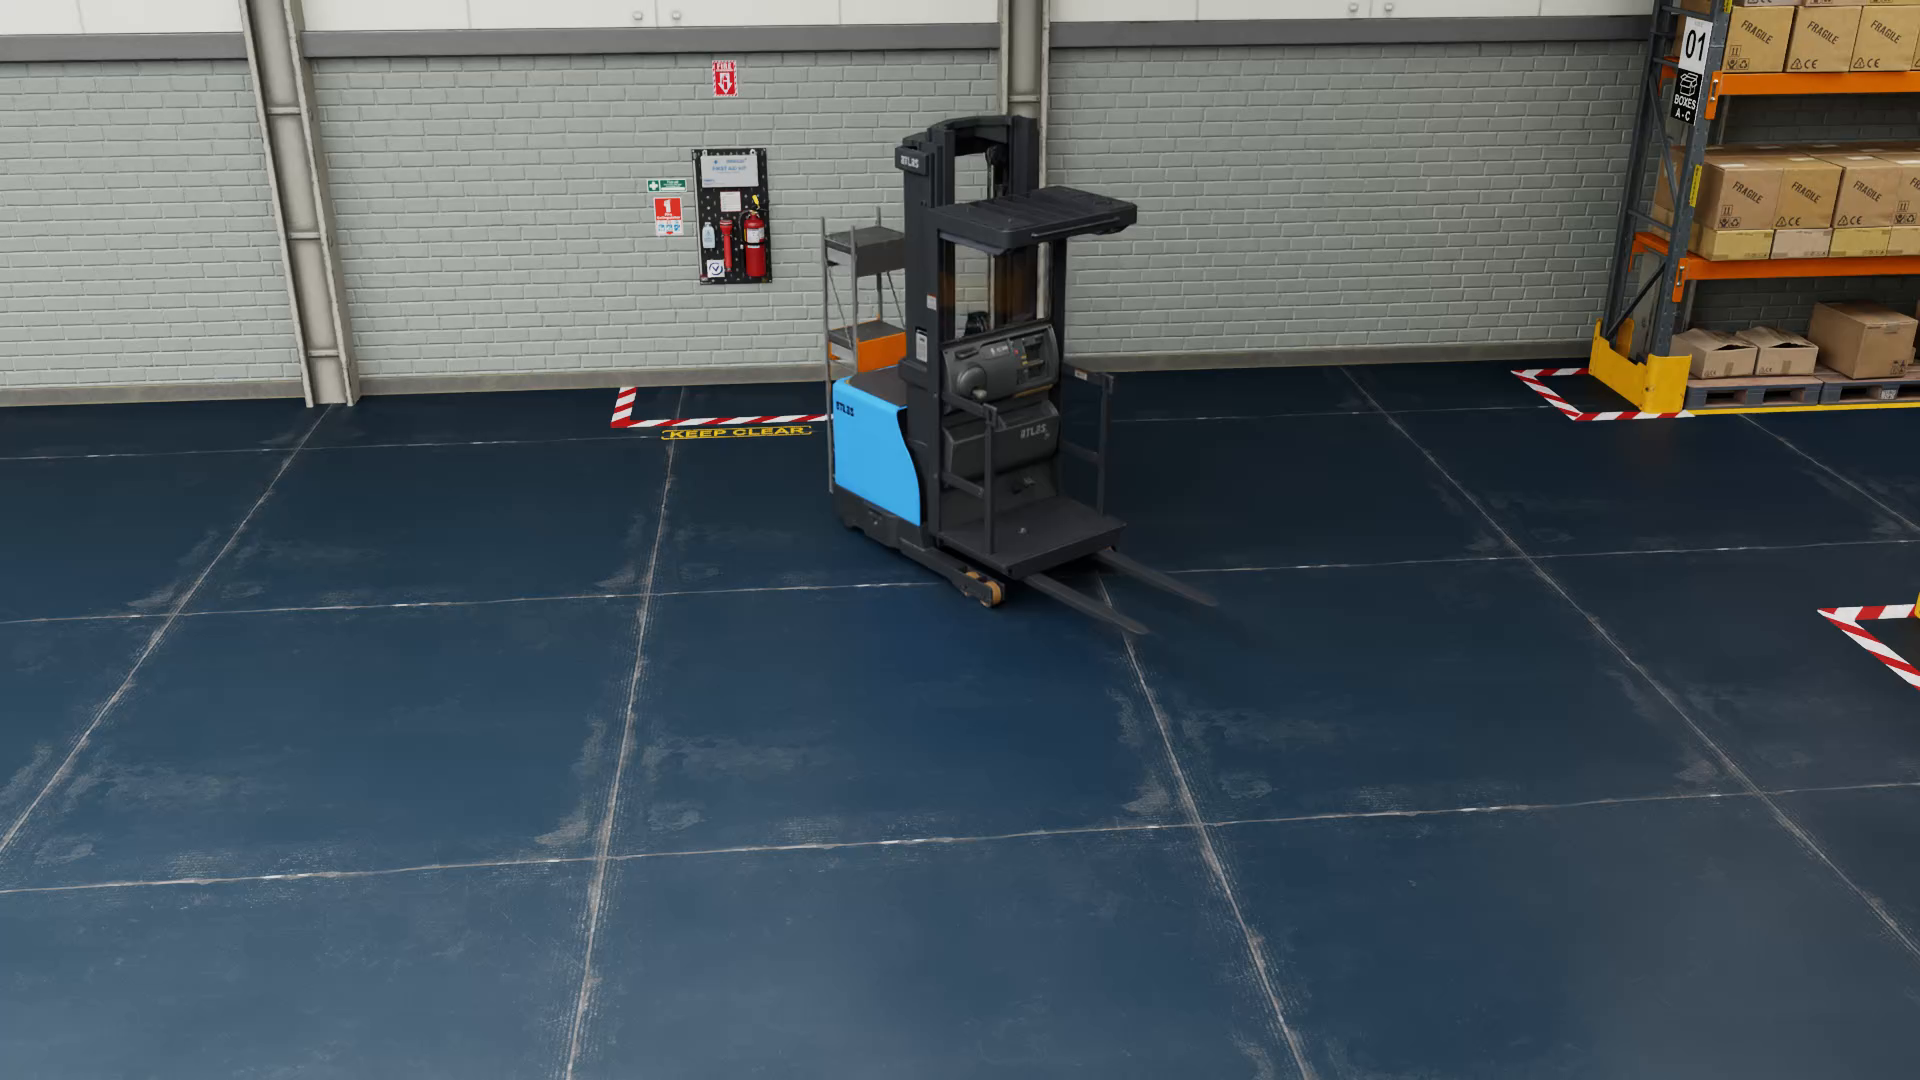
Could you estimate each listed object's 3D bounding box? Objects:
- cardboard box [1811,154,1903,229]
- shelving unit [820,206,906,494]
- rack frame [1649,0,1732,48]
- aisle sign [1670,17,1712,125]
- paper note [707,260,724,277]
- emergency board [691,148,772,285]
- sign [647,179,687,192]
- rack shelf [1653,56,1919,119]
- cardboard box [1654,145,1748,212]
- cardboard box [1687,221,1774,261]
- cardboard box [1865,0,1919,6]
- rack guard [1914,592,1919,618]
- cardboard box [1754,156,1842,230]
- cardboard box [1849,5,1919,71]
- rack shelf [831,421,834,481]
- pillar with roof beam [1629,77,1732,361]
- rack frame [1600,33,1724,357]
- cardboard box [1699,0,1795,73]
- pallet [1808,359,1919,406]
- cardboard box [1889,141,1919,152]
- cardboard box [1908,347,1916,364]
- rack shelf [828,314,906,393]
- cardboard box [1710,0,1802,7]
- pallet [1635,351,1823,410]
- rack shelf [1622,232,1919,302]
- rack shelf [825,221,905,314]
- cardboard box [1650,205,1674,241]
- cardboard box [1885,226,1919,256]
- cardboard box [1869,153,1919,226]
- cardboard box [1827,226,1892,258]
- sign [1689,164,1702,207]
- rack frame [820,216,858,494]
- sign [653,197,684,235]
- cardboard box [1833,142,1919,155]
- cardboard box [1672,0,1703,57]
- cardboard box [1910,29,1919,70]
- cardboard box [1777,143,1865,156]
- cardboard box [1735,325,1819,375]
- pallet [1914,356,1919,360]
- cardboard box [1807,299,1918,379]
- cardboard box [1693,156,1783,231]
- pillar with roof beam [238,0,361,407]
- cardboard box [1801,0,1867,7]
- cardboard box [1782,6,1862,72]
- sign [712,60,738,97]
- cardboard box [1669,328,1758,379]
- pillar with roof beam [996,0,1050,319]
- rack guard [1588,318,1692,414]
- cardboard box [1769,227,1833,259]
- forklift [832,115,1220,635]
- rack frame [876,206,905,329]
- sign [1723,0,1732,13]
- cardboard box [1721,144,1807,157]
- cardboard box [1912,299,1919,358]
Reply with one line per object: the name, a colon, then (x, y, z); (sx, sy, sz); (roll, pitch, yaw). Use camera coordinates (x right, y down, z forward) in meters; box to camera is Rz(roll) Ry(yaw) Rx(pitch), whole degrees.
cardboard box: (7.395, -2.900, 13.819); (0.500, 0.500, 0.500); (-3, 24, -7)
shelving unit: (-0.664, -1.323, 12.142); (0.503, 2.100, 0.431); (-18, 30, -35)
rack frame: (5.883, -5.427, 12.880); (0.127, 3.000, 1.000); (-2, 24, -5)
aisle sign: (5.841, -3.749, 13.292); (0.004, 0.787, 0.394); (-2, 24, -5)
paper note: (-2.122, -2.359, 14.448); (0.142, 0.148, 0.016); (-2, 24, -5)
emergency board: (-1.939, -2.740, 14.222); (0.643, 1.169, 0.194); (-2, 24, -5)
sign: (-2.494, -3.015, 14.144); (0.331, 0.109, 0.001); (-2, 24, -5)
rack shelf: (7.874, -3.807, 13.815); (4.000, 0.370, 1.077); (-2, 24, -5)
cardboard box: (6.331, -3.074, 14.209); (0.500, 0.500, 0.500); (-3, 24, -6)
cardboard box: (6.400, -2.517, 13.880); (0.500, 0.250, 0.500); (-3, 24, -7)
cardboard box: (7.304, -4.510, 13.131); (0.500, 0.500, 0.500); (-2, 24, -4)
rack guard: (6.350, 0.460, 10.100); (0.348, 0.500, 1.175); (-2, 24, -5)
cardboard box: (6.881, -2.882, 13.778); (0.500, 0.500, 0.500); (-2, 24, -5)
cardboard box: (7.295, -4.053, 13.334); (0.500, 0.500, 0.500); (-1, 24, -3)
rack shelf: (-0.664, -0.671, 12.431); (0.480, 0.518, 0.431); (-18, 30, -35)
pillar with roof beam: (6.918, -4.064, 9.815); (0.400, 9.000, 9.100); (-2, 24, -5)
rack frame: (5.883, -2.686, 14.099); (0.127, 3.000, 1.000); (-2, 24, -5)
cardboard box: (6.241, -4.023, 13.268); (0.500, 0.500, 0.500); (-2, 24, -4)
pallet: (7.982, -1.480, 14.820); (1.213, 0.211, 1.003); (-2, 24, -5)
cardboard box: (8.364, -3.157, 14.397); (0.500, 0.500, 0.500); (-2, 24, -4)
cardboard box: (8.270, -1.688, 14.822); (0.250, 0.149, 0.380); (-4, 24, -9)
rack shelf: (-0.664, -1.311, 12.147); (0.480, 0.518, 0.431); (-18, 30, -35)
cardboard box: (6.290, -4.485, 13.076); (0.500, 0.500, 0.500); (-4, 24, -9)
pallet: (6.771, -1.432, 14.713); (1.213, 0.211, 1.003); (-2, 24, -5)
rack shelf: (7.874, -2.437, 14.425); (4.000, 0.370, 1.077); (-2, 24, -5)
rack shelf: (-0.664, -1.950, 11.863); (0.480, 0.518, 0.431); (-18, 30, -35)
cardboard box: (6.329, -2.723, 14.344); (0.500, 0.250, 0.500); (-2, 24, -4)
cardboard box: (7.926, -2.581, 14.024); (0.500, 0.250, 0.500); (-2, 24, -5)
cardboard box: (7.908, -2.926, 13.876); (0.500, 0.500, 0.500); (-2, 24, -3)
cardboard box: (7.423, -2.562, 13.980); (0.500, 0.250, 0.500); (-3, 24, -6)
sign: (5.937, -2.862, 13.430); (0.005, 0.325, 0.100); (-2, 24, -5)
rack frame: (-0.854, -1.261, 12.002); (0.015, 2.100, 0.400); (-18, 30, -35)
sign: (-2.500, -2.776, 14.259); (0.234, 0.329, 0.001); (-2, 24, -5)
cardboard box: (7.849, -3.132, 14.341); (0.500, 0.500, 0.500); (-2, 24, -4)
cardboard box: (6.274, -4.230, 13.733); (0.500, 0.500, 0.500); (-1, 24, -1)
cardboard box: (7.826, -4.083, 13.402); (0.500, 0.500, 0.500); (-1, 24, -2)
cardboard box: (7.347, -3.112, 14.295); (0.500, 0.500, 0.500); (-3, 24, -7)
cardboard box: (7.148, -1.672, 14.587); (0.500, 0.311, 0.500); (0, 24, -1)
pallet: (9.199, -1.530, 14.932); (1.213, 0.211, 1.003); (-2, 24, -5)
cardboard box: (7.883, -1.767, 14.569); (0.500, 0.500, 0.700); (-4, 24, -8)
cardboard box: (6.388, -2.866, 13.743); (0.500, 0.500, 0.500); (-2, 24, -5)
pillar with roof beam: (-5.024, -3.585, 8.737); (0.400, 9.000, 9.100); (-2, 24, -5)
cardboard box: (6.795, -4.485, 13.075); (0.500, 0.500, 0.500); (-3, 24, -6)
cardboard box: (6.779, -4.030, 13.284); (0.500, 0.500, 0.500); (-1, 24, -2)
sign: (-1.957, -3.840, 13.841); (0.199, 0.298, 0.001); (-2, 24, -5)
cardboard box: (6.581, -1.649, 14.536); (0.500, 0.311, 0.500); (-5, 24, -11)
pillar with roof beam: (0.947, -3.825, 9.276); (0.400, 9.000, 9.100); (-2, 24, -5)
rack guard: (5.959, -1.546, 14.613); (0.348, 0.500, 1.175); (-2, 24, -5)
cardboard box: (6.915, -2.544, 13.940); (0.500, 0.250, 0.500); (-3, 24, -7)
forklift: (0.406, -1.135, 10.694); (1.130, 2.935, 3.031); (-18, 30, -35)
rack frame: (-0.474, -1.385, 12.281); (0.015, 2.100, 0.400); (-18, 30, -35)
sign: (5.937, -4.236, 12.819); (0.005, 0.325, 0.100); (-2, 24, -5)
cardboard box: (6.833, -3.090, 14.245); (0.500, 0.500, 0.500); (-2, 24, -4)
cardboard box: (8.835, -1.846, 14.747); (0.500, 0.500, 0.500); (-4, 24, -9)
